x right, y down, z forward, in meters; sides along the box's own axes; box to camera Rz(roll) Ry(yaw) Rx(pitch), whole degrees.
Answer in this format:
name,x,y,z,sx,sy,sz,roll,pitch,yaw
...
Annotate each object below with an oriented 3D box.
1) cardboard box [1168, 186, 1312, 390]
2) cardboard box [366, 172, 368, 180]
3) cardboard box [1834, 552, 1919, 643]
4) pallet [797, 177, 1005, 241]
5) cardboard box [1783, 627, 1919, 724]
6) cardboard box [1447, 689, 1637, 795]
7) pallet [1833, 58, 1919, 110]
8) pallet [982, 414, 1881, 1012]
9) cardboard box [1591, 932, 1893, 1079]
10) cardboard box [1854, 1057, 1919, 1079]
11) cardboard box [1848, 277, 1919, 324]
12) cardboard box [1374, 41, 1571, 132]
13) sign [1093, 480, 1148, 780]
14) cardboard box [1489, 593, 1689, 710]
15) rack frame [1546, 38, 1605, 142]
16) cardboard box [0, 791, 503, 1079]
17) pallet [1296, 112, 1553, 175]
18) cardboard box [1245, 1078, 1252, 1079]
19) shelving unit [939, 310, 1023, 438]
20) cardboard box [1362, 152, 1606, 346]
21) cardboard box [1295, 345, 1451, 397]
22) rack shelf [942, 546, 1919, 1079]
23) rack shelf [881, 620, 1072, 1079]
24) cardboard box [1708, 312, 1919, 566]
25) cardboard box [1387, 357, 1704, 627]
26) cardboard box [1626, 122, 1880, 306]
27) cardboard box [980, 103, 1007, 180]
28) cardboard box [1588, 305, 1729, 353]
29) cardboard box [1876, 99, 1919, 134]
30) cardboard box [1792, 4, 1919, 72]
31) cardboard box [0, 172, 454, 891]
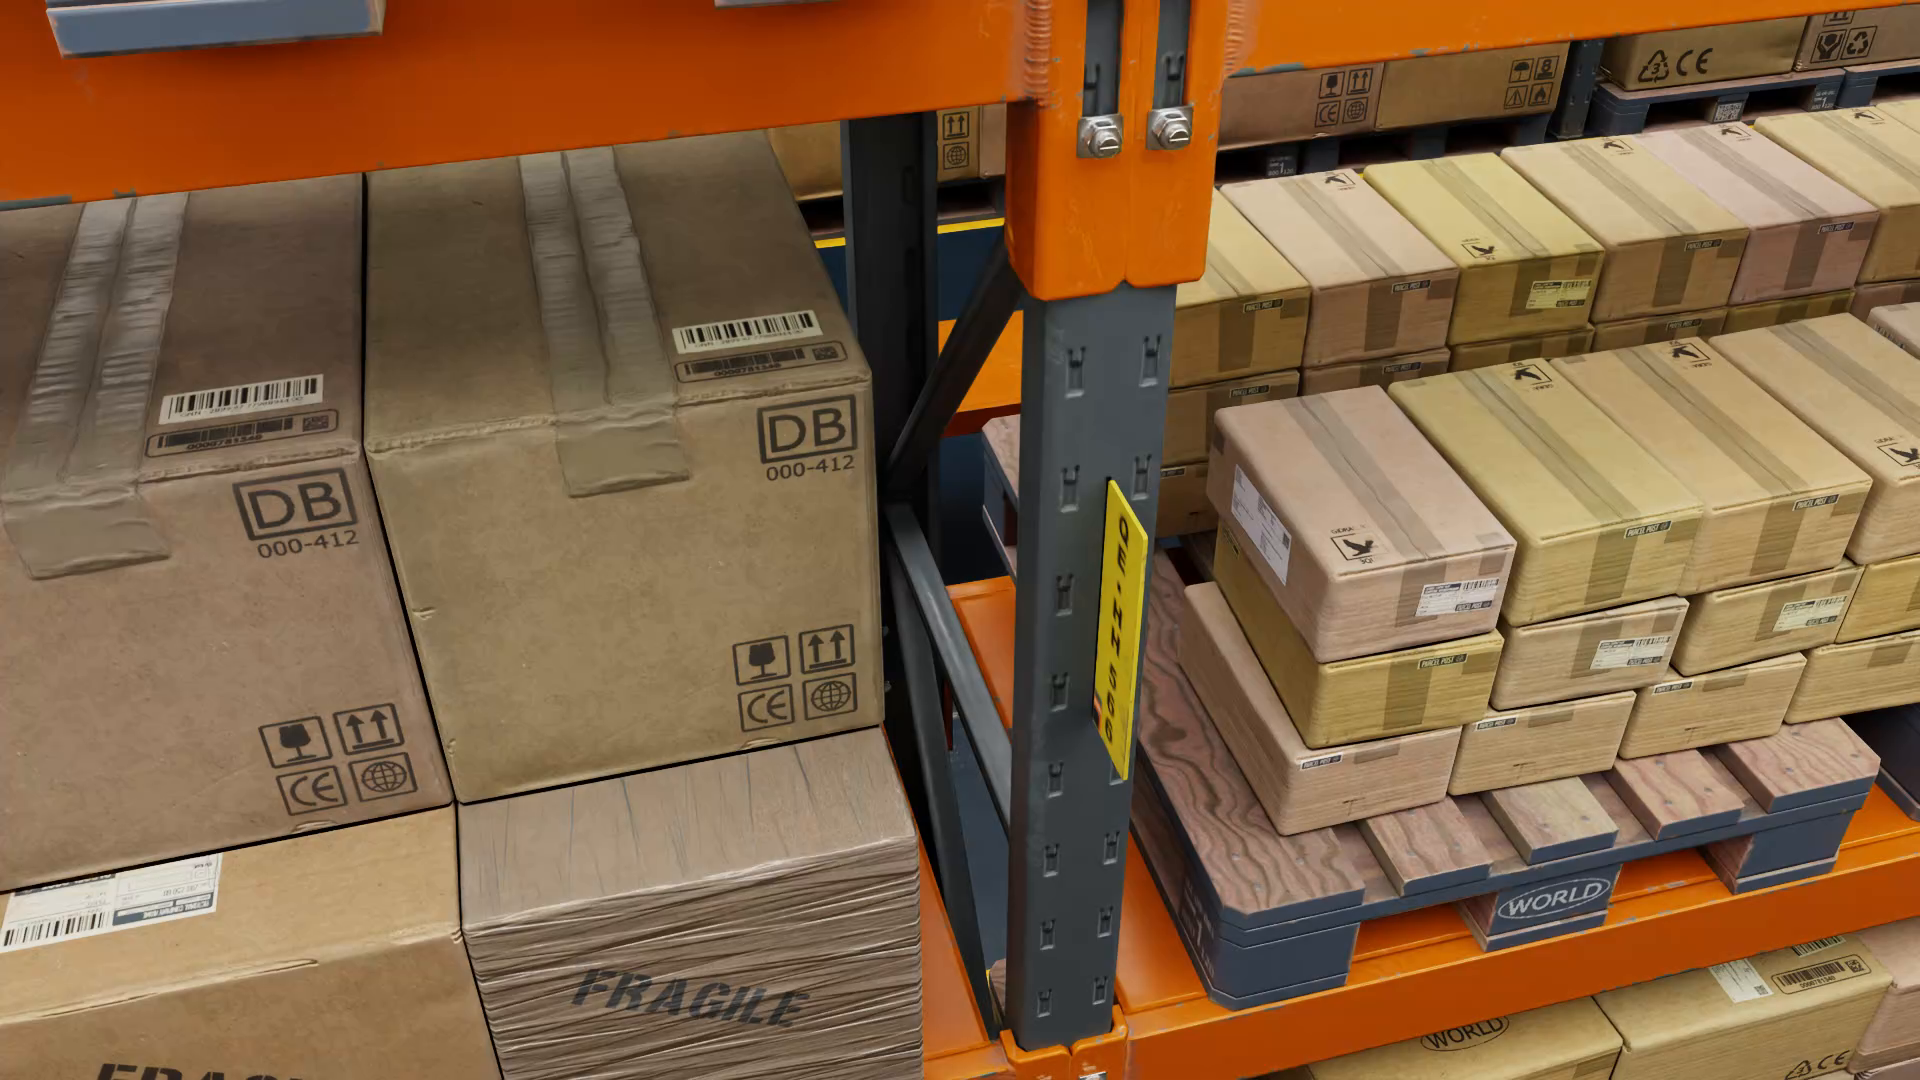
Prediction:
name,x,y,z,sx,sy,sz,roll,pitch,yaw
cardboard box,0.368,-0.417,2.698,0.250,0.149,0.380,-11,39,-14
cardboard box,-2.355,-1.661,6.648,0.500,0.500,0.700,-12,39,-16
cardboard box,1.294,-0.040,2.450,0.250,0.149,0.380,-9,38,-12
pallet,-0.401,-1.666,7.254,1.213,0.211,1.003,-9,38,-12
cardboard box,1.278,0.084,2.532,0.250,0.149,0.380,-8,38,-10
cardboard box,0.758,0.171,2.419,0.250,0.149,0.380,-8,38,-10
pallet,4.615,-2.489,8.330,1.213,0.211,1.003,-9,38,-12
pallet,0.674,0.133,2.765,1.003,0.211,1.213,-9,38,-12
cardboard box,1.232,0.713,2.943,0.500,0.250,0.500,-10,38,-12
cardboard box,1.742,0.930,3.277,0.500,0.500,0.500,-10,39,-13
cardboard box,1.617,-0.503,3.056,0.250,0.149,0.380,-8,38,-11
cardboard box,2.067,-2.536,7.500,0.875,0.875,1.225,-9,38,-12
sign,0.162,0.098,1.700,0.005,0.325,0.100,-9,38,-12
cardboard box,0.794,0.044,2.339,0.250,0.149,0.380,-8,38,-10
rack frame,2.680,-3.326,7.130,0.127,3.000,1.000,-9,38,-12
cardboard box,-0.833,0.500,2.045,0.500,0.500,0.500,-9,38,-12
pallet,1.955,-2.052,7.759,1.213,0.211,1.003,-9,38,-12
cardboard box,0.763,1.096,3.060,0.500,0.500,0.500,-11,39,-14
shelving unit,-0.074,-0.584,4.779,1.083,1.500,0.587,-9,38,-12
cardboard box,0.863,-0.497,2.803,0.250,0.149,0.380,-8,38,-11
cardboard box,0.629,-0.341,2.843,0.250,0.149,0.380,-8,38,-10
rack shelf,1.945,0.202,3.110,4.000,0.370,1.077,-9,38,-12
rack shelf,-1.917,0.835,2.282,4.000,0.370,1.077,-9,38,-12
cardboard box,1.263,-0.152,2.352,0.250,0.149,0.380,-11,39,-14
cardboard box,0.769,-0.074,2.250,0.250,0.149,0.380,-10,39,-13
cardboard box,1.355,-0.576,2.906,0.250,0.149,0.380,-9,38,-12
cardboard box,0.353,-2.249,7.125,0.875,0.875,1.225,-9,38,-12
cardboard box,1.124,-0.424,2.951,0.250,0.149,0.380,-9,38,-12
cardboard box,1.868,-0.662,3.017,0.250,0.149,0.380,-8,38,-11
cardboard box,4.207,-2.849,7.909,0.875,0.875,0.875,-9,38,-12
cardboard box,-0.910,-0.058,1.952,0.500,0.500,0.700,-10,39,-13
